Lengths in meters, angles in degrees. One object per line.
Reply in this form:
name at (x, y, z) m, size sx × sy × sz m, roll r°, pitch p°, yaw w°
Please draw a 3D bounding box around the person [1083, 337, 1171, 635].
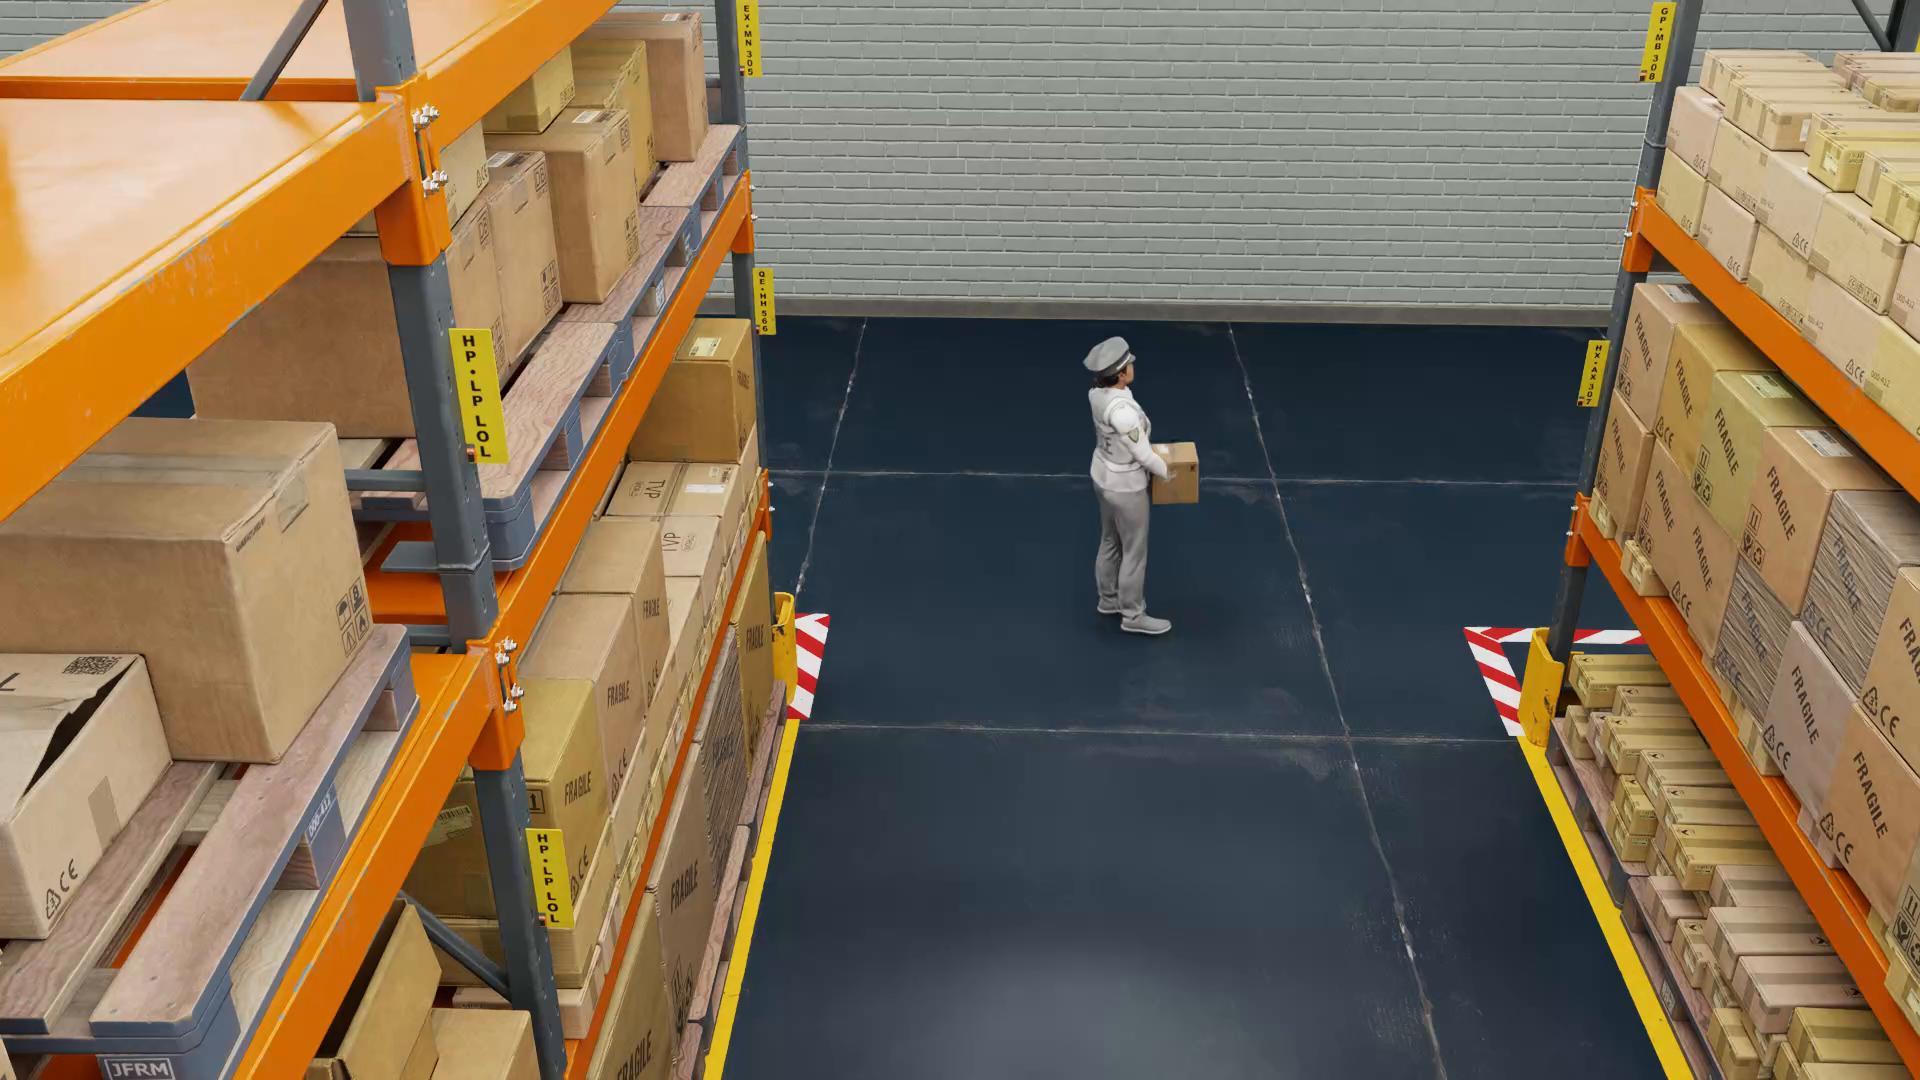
person at (0.932, -0.309, 9.158) m, size 0.535 × 1.701 × 0.520 m, roll -9°, pitch 29°, yaw -16°
